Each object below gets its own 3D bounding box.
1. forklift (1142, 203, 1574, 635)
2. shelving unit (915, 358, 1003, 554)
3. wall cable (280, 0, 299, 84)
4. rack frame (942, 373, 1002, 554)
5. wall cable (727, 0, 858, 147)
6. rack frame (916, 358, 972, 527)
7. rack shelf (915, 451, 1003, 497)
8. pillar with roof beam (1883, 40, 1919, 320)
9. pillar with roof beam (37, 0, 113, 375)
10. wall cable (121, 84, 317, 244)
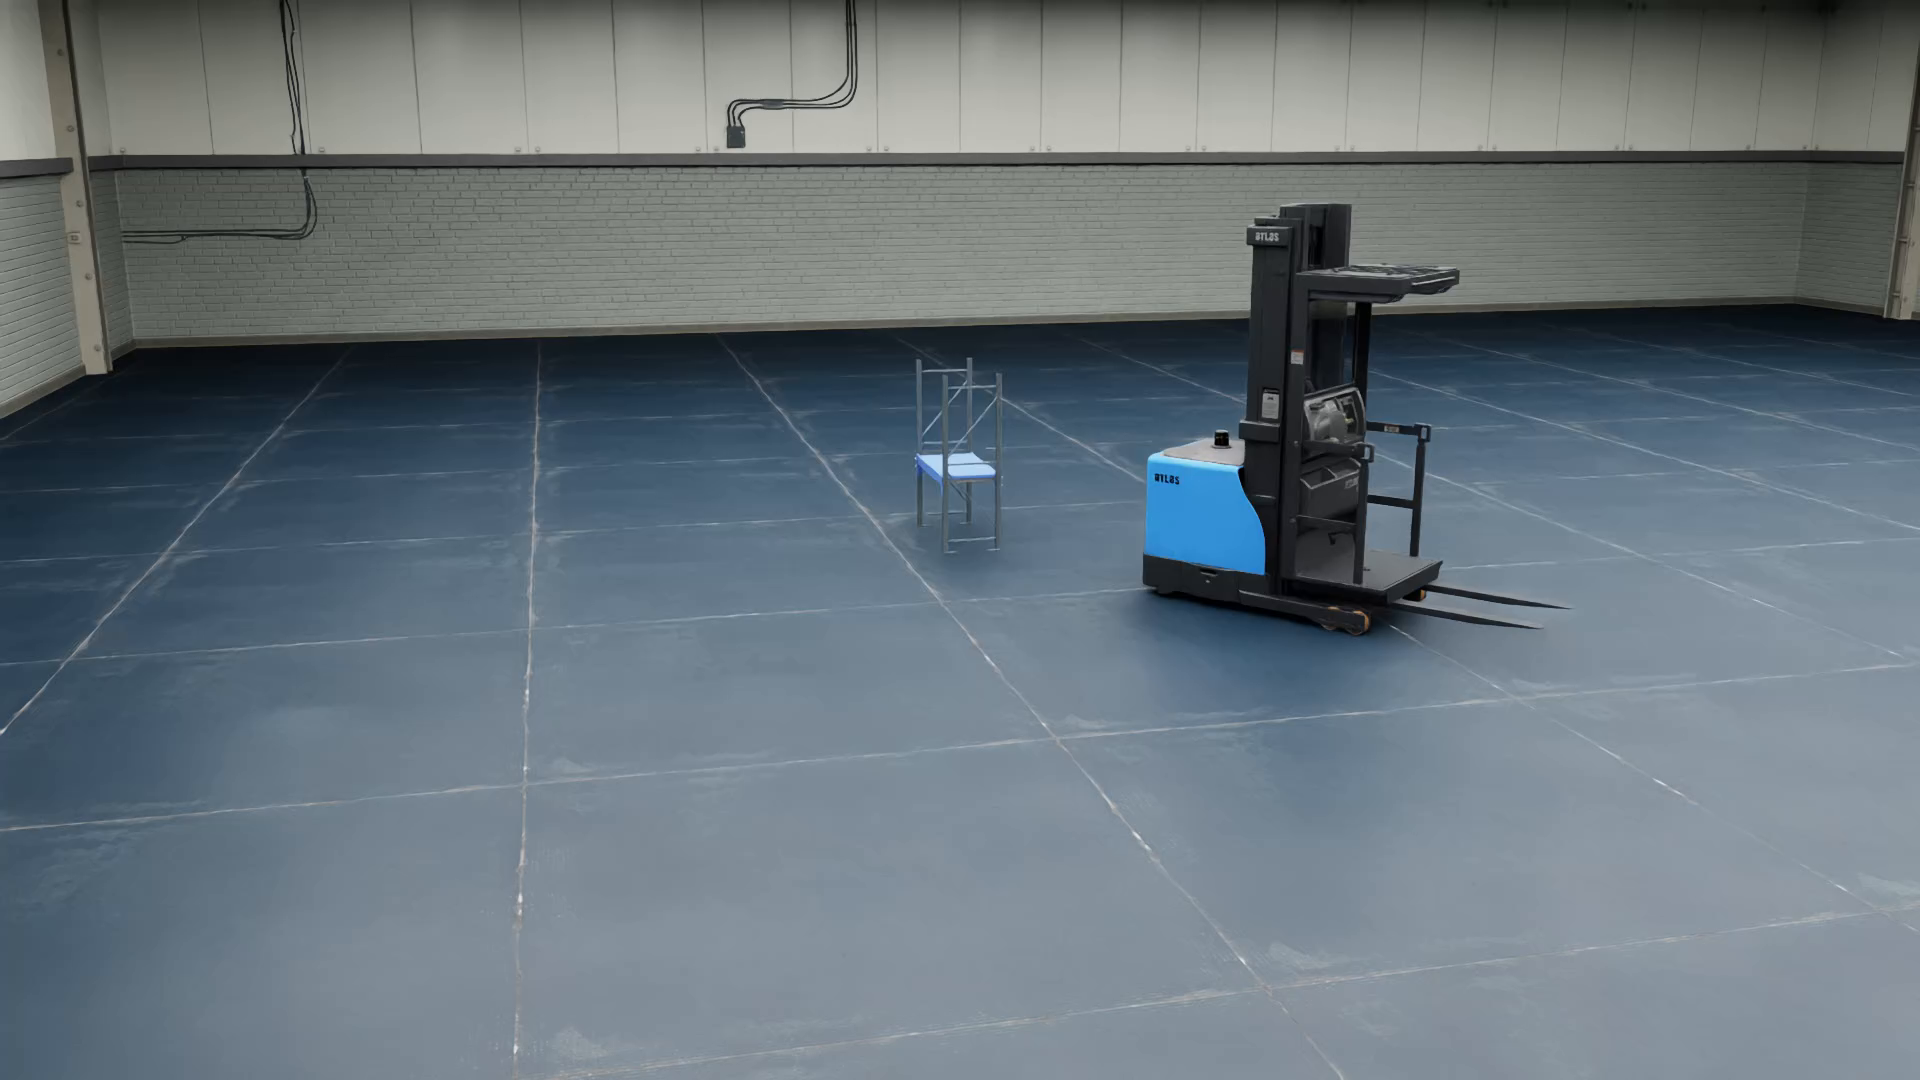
[{"bbox_3d":[2.878,-0.898,11.929,3.031,2.935,1.130,10,17,36],"label":"forklift"},{"bbox_3d":[-0.020,-0.748,14.330,0.538,1.500,1.048,-3,14,-13],"label":"shelving unit"},{"bbox_3d":[-9.499,-8.695,26.957,3.097,2.526,0.112,-3,14,-13],"label":"wall cable"},{"bbox_3d":[0.099,-0.631,13.850,0.500,1.500,0.032,-3,14,-13],"label":"rack frame"},{"bbox_3d":[-2.897,-9.777,28.318,2.305,6.003,0.169,-3,14,-13],"label":"wall cable"},{"bbox_3d":[-0.139,-0.866,14.810,0.500,1.500,0.032,-3,14,-13],"label":"rack frame"},{"bbox_3d":[-0.020,-0.574,14.372,0.538,0.185,1.000,-3,14,-13],"label":"rack shelf"},{"bbox_3d":[13.712,-8.362,29.691,9.100,9.000,0.400,-3,14,-13],"label":"pillar with roof beam"},{"bbox_3d":[-8.538,-7.086,24.469,9.100,9.000,0.400,-3,14,-13],"label":"pillar with roof beam"},{"bbox_3d":[-12.129,-6.091,26.939,3.097,2.526,0.112,-3,14,-13],"label":"wall cable"}]
